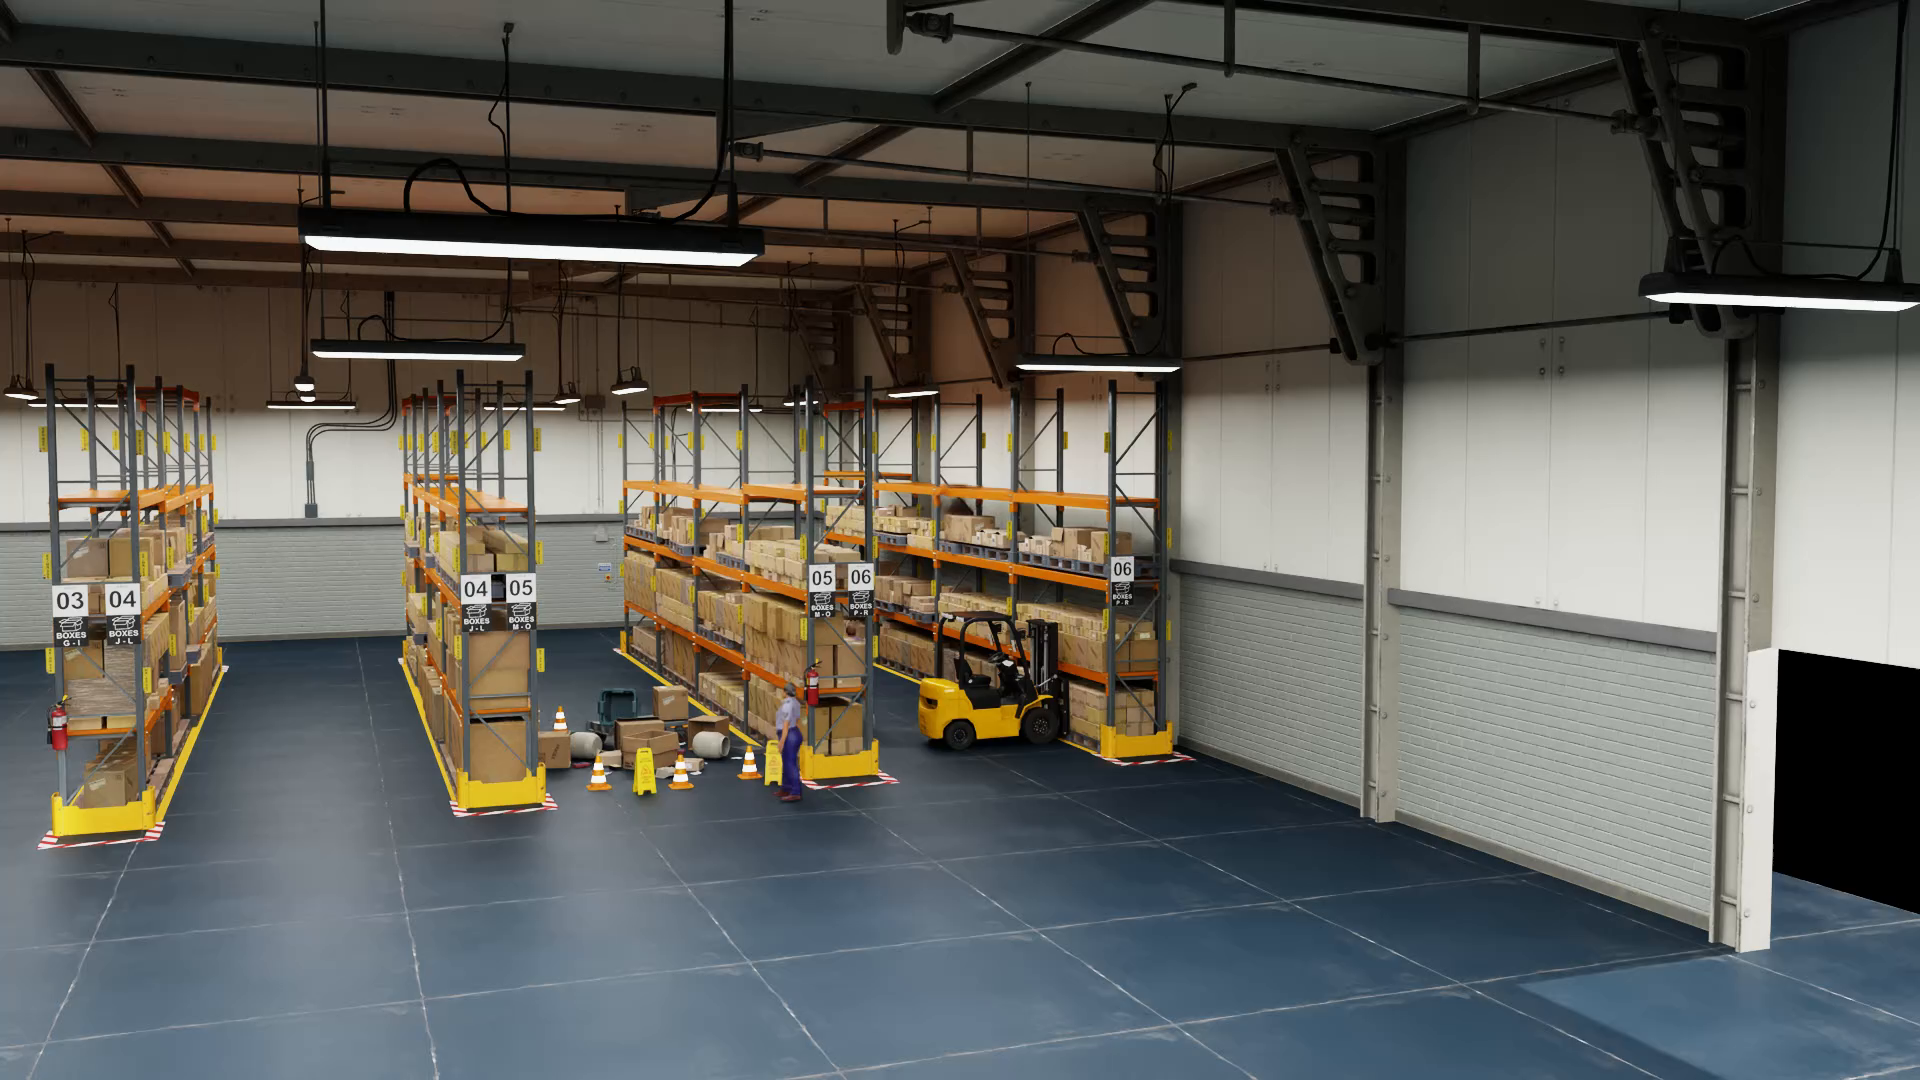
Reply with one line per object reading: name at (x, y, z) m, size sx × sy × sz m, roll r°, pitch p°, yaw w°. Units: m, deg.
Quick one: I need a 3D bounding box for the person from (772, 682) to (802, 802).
person at (-2.453, 2.821, 23.310) m, size 0.503 × 1.644 × 0.558 m, roll 0°, pitch 3°, yaw 7°

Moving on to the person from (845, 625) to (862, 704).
person at (-1.944, 2.310, 30.027) m, size 0.416 × 1.576 × 0.892 m, roll -1°, pitch 4°, yaw -19°
